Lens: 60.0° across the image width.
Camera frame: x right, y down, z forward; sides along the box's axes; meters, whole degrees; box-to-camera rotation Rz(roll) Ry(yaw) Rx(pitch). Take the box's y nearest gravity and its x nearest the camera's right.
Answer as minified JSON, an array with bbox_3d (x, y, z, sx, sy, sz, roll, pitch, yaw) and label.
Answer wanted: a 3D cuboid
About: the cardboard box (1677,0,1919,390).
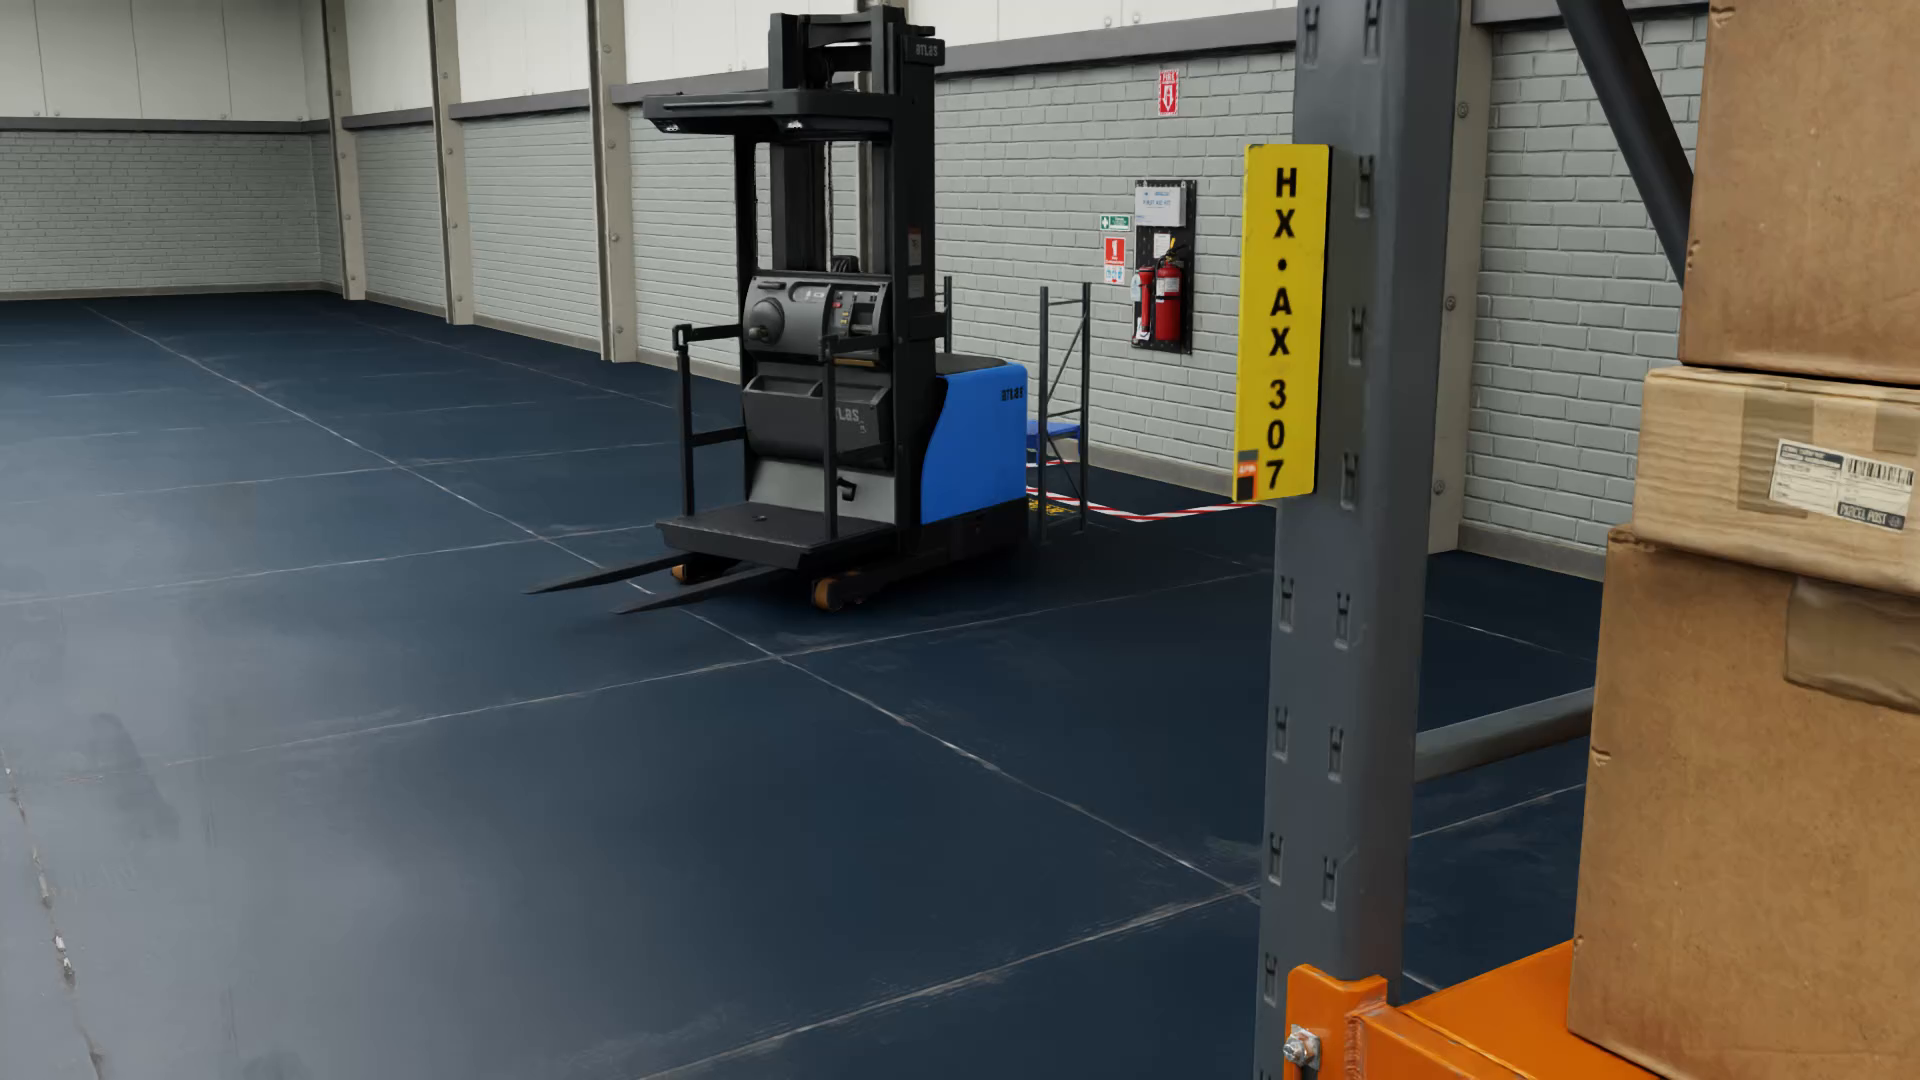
[{"bbox_3d":[1.039,-0.391,1.356,0.700,0.500,0.500,-8,15,-33],"label":"cardboard box"}]

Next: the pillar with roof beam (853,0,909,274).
[{"bbox_3d":[-4.241,-4.922,11.306,9.100,9.000,0.400,-8,15,-33],"label":"pillar with roof beam"}]

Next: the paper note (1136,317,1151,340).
[{"bbox_3d":[1.289,-1.487,11.703,0.016,0.148,0.142,-8,15,-33],"label":"paper note"}]

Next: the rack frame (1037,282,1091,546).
[{"bbox_3d":[0.610,-0.740,9.737,0.032,1.500,0.500,9,15,35],"label":"rack frame"}]

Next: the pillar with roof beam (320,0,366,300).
[{"bbox_3d":[-14.214,-8.123,25.945,9.100,9.000,0.400,-8,15,-33],"label":"pillar with roof beam"}]

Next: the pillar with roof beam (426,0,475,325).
[{"bbox_3d":[-10.889,-7.056,21.065,9.100,9.000,0.400,-8,15,-33],"label":"pillar with roof beam"}]

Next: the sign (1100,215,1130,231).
[{"bbox_3d":[1.104,-2.263,11.864,0.001,0.109,0.331,-8,15,-33],"label":"sign"}]

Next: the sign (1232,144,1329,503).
[{"bbox_3d":[0.296,-0.199,1.538,0.100,0.325,0.005,-8,15,-33],"label":"sign"}]

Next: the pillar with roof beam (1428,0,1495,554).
[{"bbox_3d":[-0.917,-3.855,6.426,9.100,9.000,0.400,-8,15,-33],"label":"pillar with roof beam"}]

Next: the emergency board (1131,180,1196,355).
[{"bbox_3d":[1.330,-1.878,11.428,0.194,1.169,0.643,-8,15,-33],"label":"emergency board"}]

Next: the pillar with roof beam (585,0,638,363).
[{"bbox_3d":[-7.565,-5.989,16.185,9.100,9.000,0.400,-8,15,-33],"label":"pillar with roof beam"}]

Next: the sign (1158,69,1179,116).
[{"bbox_3d":[1.408,-3.024,11.241,0.001,0.298,0.199,-8,15,-33],"label":"sign"}]

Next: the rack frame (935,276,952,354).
[{"bbox_3d":[-0.212,-0.868,10.322,0.032,1.500,0.500,9,15,35],"label":"rack frame"}]

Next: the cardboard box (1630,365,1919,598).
[{"bbox_3d":[0.800,-0.072,1.419,0.380,0.149,0.250,-8,15,-33],"label":"cardboard box"}]

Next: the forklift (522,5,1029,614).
[{"bbox_3d":[-0.877,-1.195,8.465,1.130,2.935,3.031,9,15,35],"label":"forklift"}]

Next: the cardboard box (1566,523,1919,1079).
[{"bbox_3d":[1.010,0.234,1.537,0.700,0.500,0.500,-8,15,-33],"label":"cardboard box"}]

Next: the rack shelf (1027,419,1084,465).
[{"bbox_3d":[0.199,-0.629,10.068,1.000,0.185,0.538,9,15,35],"label":"rack shelf"}]

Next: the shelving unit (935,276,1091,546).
[{"bbox_3d":[0.199,-0.804,10.029,1.048,1.500,0.538,9,15,35],"label":"shelving unit"}]

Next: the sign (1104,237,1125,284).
[{"bbox_3d":[1.109,-2.006,11.929,0.001,0.329,0.234,-8,15,-33],"label":"sign"}]

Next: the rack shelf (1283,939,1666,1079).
[{"bbox_3d":[1.870,0.905,0.385,1.077,0.370,4.000,-8,15,-33],"label":"rack shelf"}]
